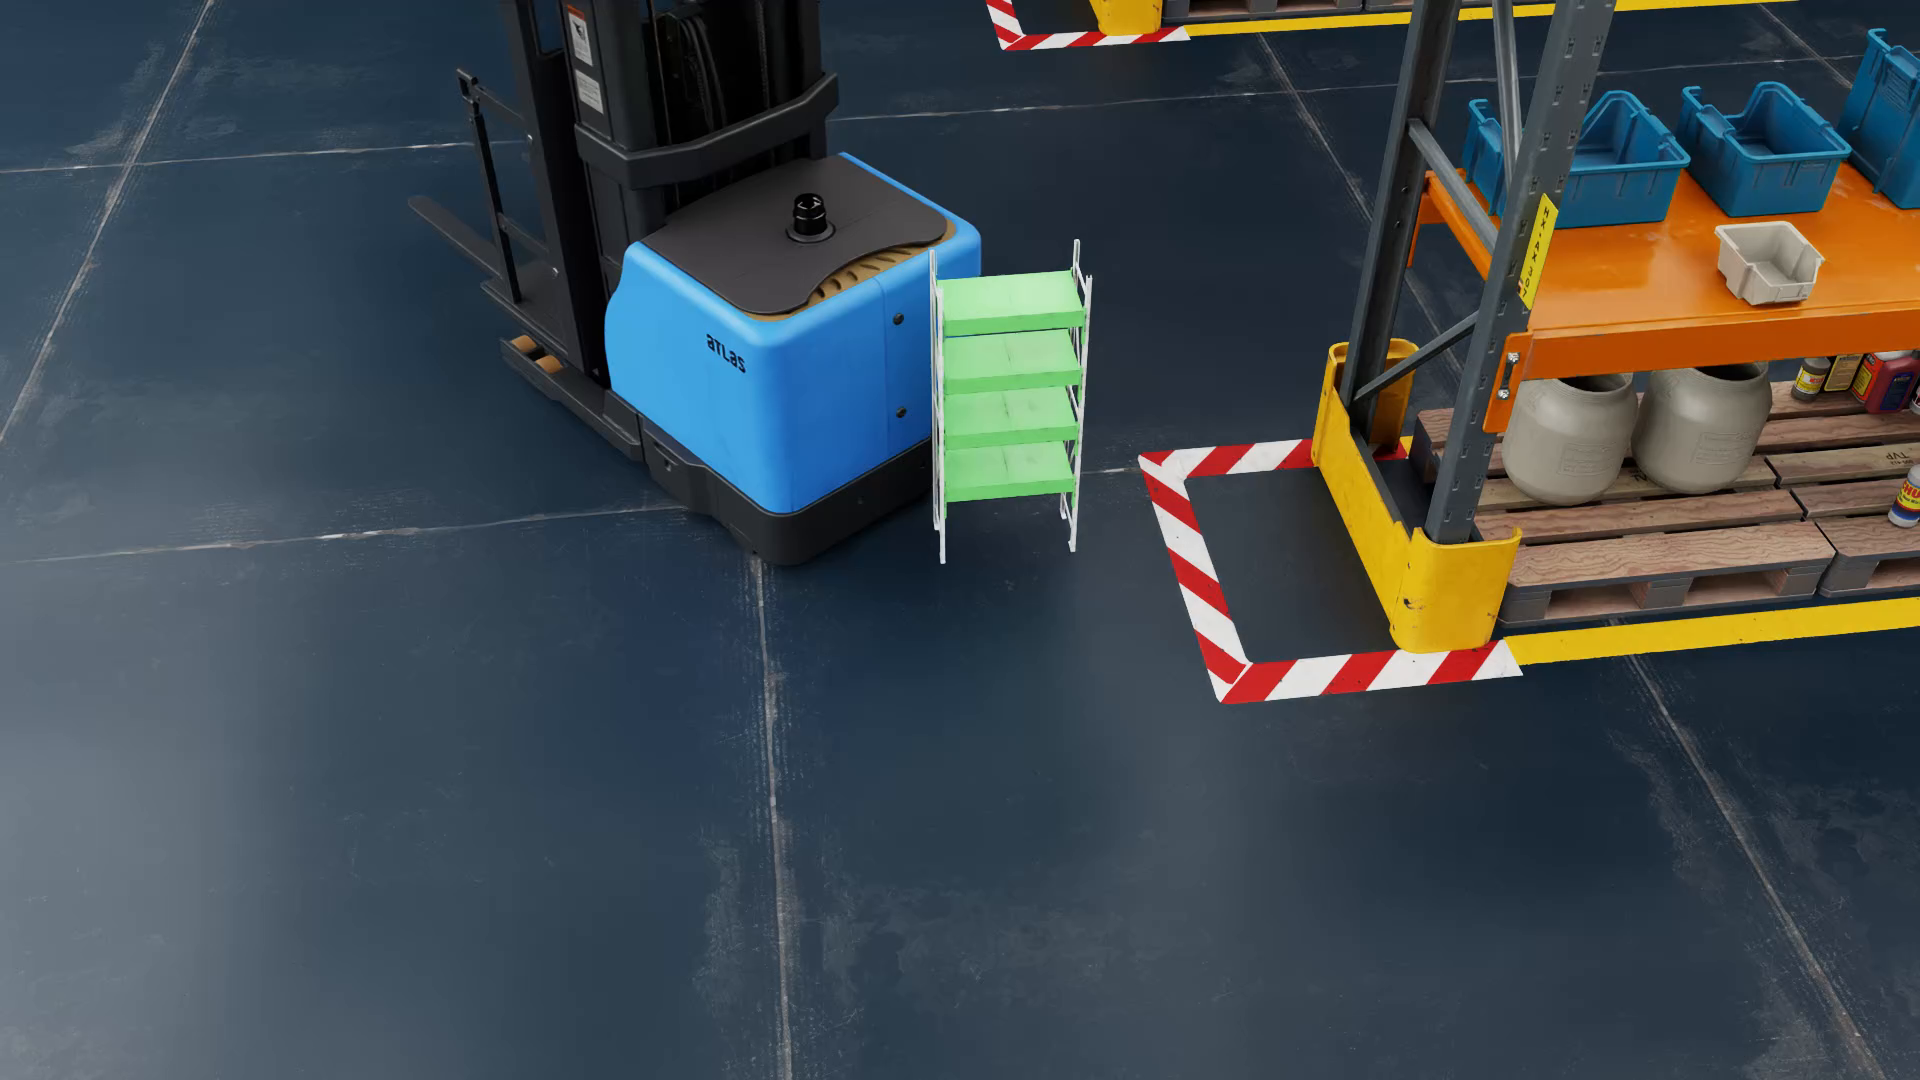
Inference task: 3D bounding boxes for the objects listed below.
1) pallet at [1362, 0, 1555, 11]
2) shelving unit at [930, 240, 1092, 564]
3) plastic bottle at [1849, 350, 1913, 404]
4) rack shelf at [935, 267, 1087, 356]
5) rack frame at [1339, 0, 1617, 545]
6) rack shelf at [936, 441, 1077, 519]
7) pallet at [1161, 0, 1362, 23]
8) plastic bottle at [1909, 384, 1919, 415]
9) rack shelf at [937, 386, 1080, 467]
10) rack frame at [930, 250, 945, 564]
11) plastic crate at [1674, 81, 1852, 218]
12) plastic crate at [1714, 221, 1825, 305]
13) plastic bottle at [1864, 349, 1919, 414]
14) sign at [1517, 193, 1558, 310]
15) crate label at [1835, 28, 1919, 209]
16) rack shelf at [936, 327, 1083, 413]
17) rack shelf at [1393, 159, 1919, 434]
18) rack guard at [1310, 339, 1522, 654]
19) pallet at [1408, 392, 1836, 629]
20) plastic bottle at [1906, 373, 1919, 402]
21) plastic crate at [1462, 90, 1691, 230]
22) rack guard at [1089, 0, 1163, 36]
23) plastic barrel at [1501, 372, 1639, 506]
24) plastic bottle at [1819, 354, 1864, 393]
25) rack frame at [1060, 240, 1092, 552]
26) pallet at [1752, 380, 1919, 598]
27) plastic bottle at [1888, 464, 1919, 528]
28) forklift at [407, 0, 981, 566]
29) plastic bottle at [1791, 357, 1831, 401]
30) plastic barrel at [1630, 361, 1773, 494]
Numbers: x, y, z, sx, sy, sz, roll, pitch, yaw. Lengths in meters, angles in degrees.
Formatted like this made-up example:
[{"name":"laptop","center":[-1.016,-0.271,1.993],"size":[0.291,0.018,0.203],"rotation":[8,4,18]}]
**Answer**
[{"name":"pallet","center":[2.887,-3.529,10.005],"size":[1.213,0.211,1.003],"rotation":[-5,42,-6]},{"name":"shelving unit","center":[0.164,-0.460,5.864],"size":[0.503,1.200,0.258],"rotation":[-5,42,-6]},{"name":"plastic bottle","center":[3.583,-0.683,6.473],"size":[0.135,0.276,0.152],"rotation":[-5,42,-5]},{"name":"rack shelf","center":[0.164,-0.769,5.585],"size":[0.480,0.148,0.258],"rotation":[-5,42,-6]},{"name":"rack frame","center":[1.565,-1.077,5.204],"size":[0.127,3.000,1.000],"rotation":[-5,42,-6]},{"name":"rack shelf","center":[0.164,-0.234,6.068],"size":[0.480,0.148,0.258],"rotation":[-5,42,-6]},{"name":"pallet","center":[1.680,-3.425,9.890],"size":[1.213,0.211,1.003],"rotation":[-5,42,-6]},{"name":"plastic bottle","center":[3.755,-0.586,6.421],"size":[0.097,0.201,0.097],"rotation":[0,42,0]},{"name":"rack shelf","center":[0.164,-0.412,5.907],"size":[0.480,0.148,0.258],"rotation":[-5,42,-6]},{"name":"rack frame","center":[-0.078,-0.439,5.841],"size":[0.015,1.200,0.240],"rotation":[-5,42,-6]},{"name":"plastic crate","center":[2.668,-1.316,5.581],"size":[0.408,0.251,0.499],"rotation":[-5,42,-6]},{"name":"plastic crate","center":[2.494,-0.843,5.142],"size":[0.250,0.136,0.298],"rotation":[-5,42,-6]},{"name":"plastic bottle","center":[3.597,-0.615,6.392],"size":[0.133,0.283,0.061],"rotation":[-5,42,-6]},{"name":"sign","center":[1.632,-0.814,4.706],"size":[0.005,0.325,0.100],"rotation":[-5,42,-6]},{"name":"crate label","center":[3.355,-1.429,5.568],"size":[0.616,0.435,0.502],"rotation":[-5,42,-6]},{"name":"rack shelf","center":[0.164,-0.591,5.746],"size":[0.480,0.148,0.258],"rotation":[-5,42,-6]},{"name":"rack shelf","center":[3.549,-0.983,5.637],"size":[4.000,0.370,1.077],"rotation":[-5,42,-6]},{"name":"rack guard","center":[1.635,-0.186,6.083],"size":[0.348,0.500,1.175],"rotation":[-5,42,-6]},{"name":"pallet","center":[2.441,-0.146,6.254],"size":[1.213,0.211,1.003],"rotation":[-5,42,-6]},{"name":"plastic bottle","center":[3.721,-0.695,6.486],"size":[0.135,0.276,0.152],"rotation":[-6,42,-7]},{"name":"plastic crate","center":[2.023,-1.264,5.522],"size":[0.616,0.251,0.499],"rotation":[-5,42,-6]},{"name":"rack guard","center":[0.903,-3.436,9.686],"size":[0.348,0.500,1.175],"rotation":[-5,42,-6]},{"name":"plastic barrel","center":[2.208,-0.417,6.016],"size":[0.421,0.512,0.421],"rotation":[0,42,0]},{"name":"plastic bottle","center":[3.443,-0.704,6.491],"size":[0.133,0.283,0.061],"rotation":[-4,42,-4]},{"name":"rack frame","center":[0.406,-0.481,5.888],"size":[0.015,1.200,0.240],"rotation":[-5,42,-6]},{"name":"pallet","center":[3.648,-0.250,6.369],"size":[1.213,0.211,1.003],"rotation":[-5,42,-6]},{"name":"plastic bottle","center":[3.404,-0.177,5.916],"size":[0.097,0.271,0.097],"rotation":[0,42,0]},{"name":"forklift","center":[-1.276,-1.895,6.162],"size":[1.130,2.935,3.031],"rotation":[-32,51,-30]},{"name":"plastic bottle","center":[3.330,-0.651,6.493],"size":[0.097,0.201,0.097],"rotation":[0,42,0]},{"name":"plastic barrel","center":[2.705,-0.460,6.064],"size":[0.421,0.512,0.421],"rotation":[0,42,0]}]
